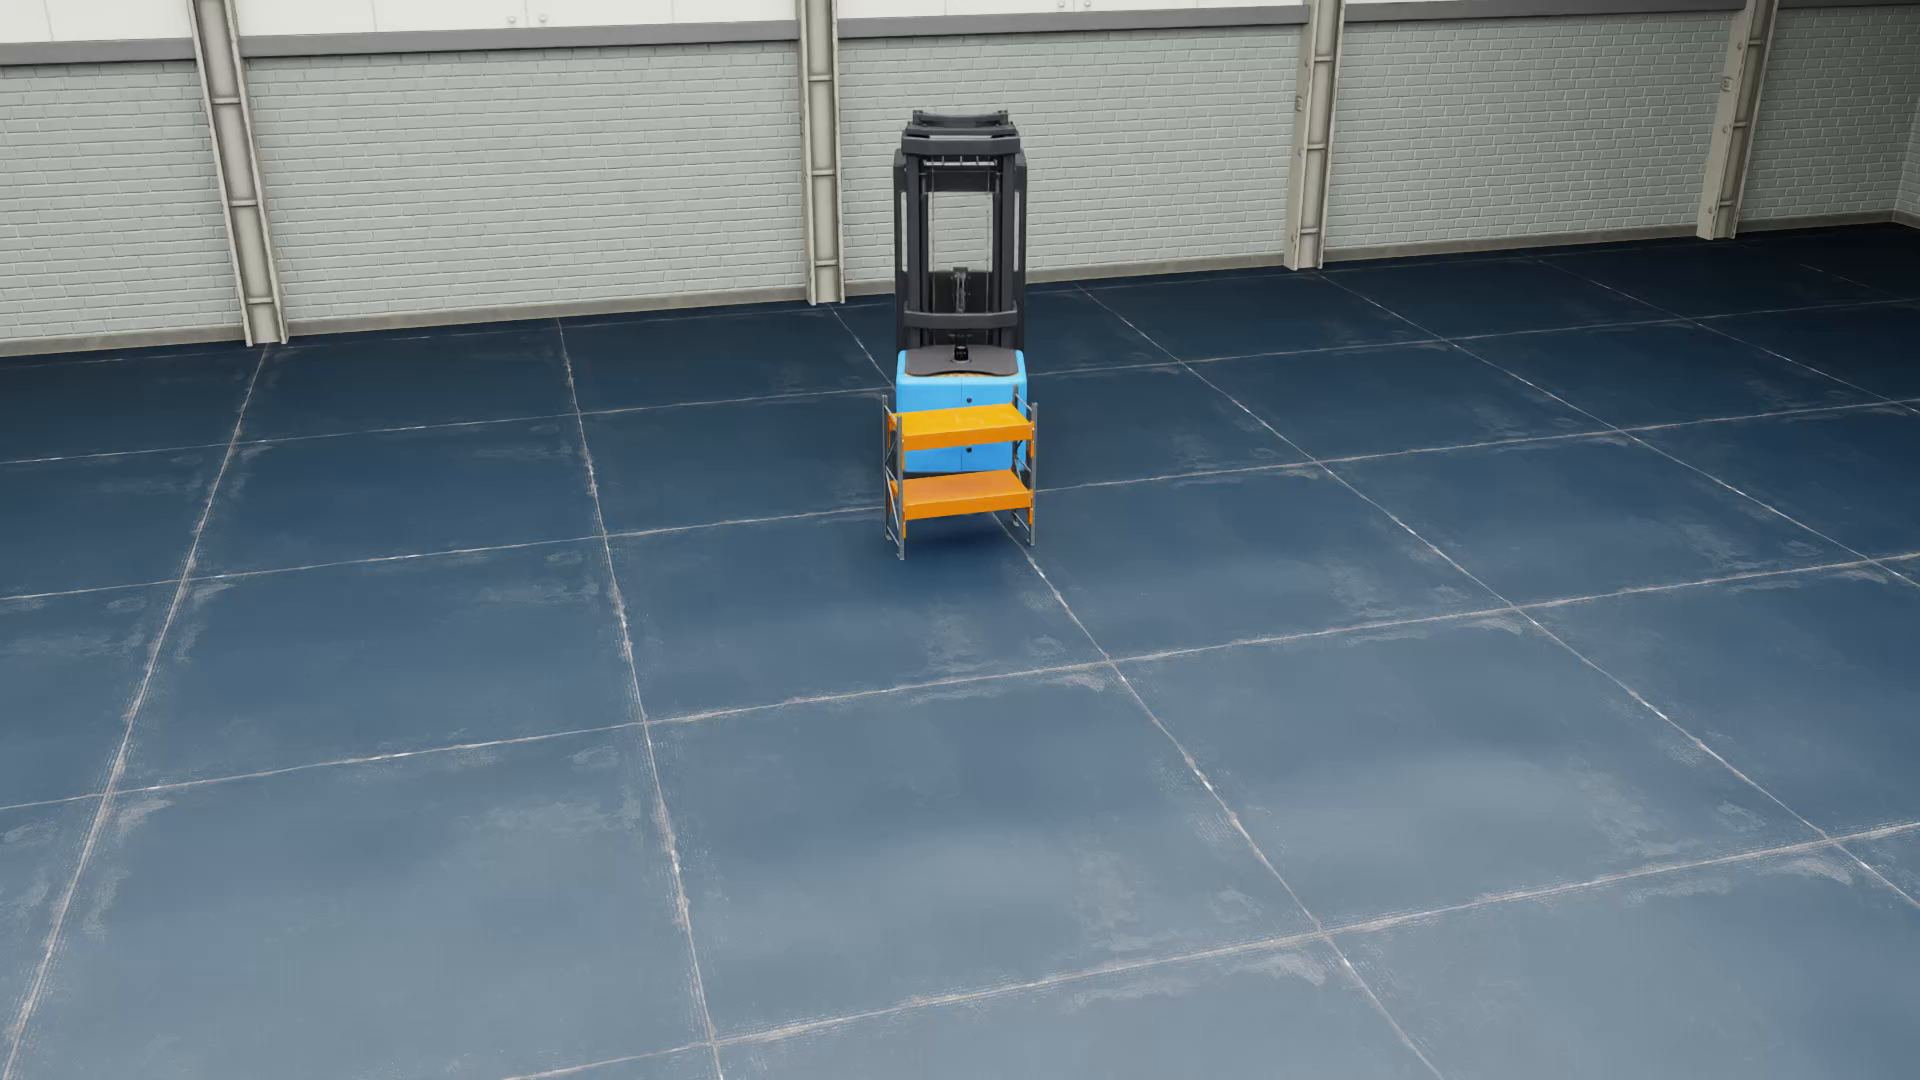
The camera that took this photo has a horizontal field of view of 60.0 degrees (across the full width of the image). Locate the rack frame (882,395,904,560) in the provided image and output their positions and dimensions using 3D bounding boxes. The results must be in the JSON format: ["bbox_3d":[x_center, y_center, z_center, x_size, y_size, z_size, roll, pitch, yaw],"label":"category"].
[{"bbox_3d":[-0.496,-0.462,12.331,0.032,1.125,0.500,-6,24,-14],"label":"rack frame"}]

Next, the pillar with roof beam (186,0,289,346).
[{"bbox_3d":[-6.156,-4.609,12.009,0.400,9.000,9.100,-6,24,-14],"label":"pillar with roof beam"}]

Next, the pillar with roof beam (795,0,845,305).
[{"bbox_3d":[-0.379,-5.248,13.498,0.400,9.000,9.100,-6,24,-14],"label":"pillar with roof beam"}]

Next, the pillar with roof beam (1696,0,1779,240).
[{"bbox_3d":[11.175,-6.526,16.477,0.400,9.000,9.100,-6,24,-14],"label":"pillar with roof beam"}]

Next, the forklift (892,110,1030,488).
[{"bbox_3d":[-0.001,-2.194,14.075,1.130,2.935,3.031,0,23,-1],"label":"forklift"}]

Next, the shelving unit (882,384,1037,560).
[{"bbox_3d":[-0.007,-0.516,12.457,1.048,1.125,0.538,-6,24,-14],"label":"shelving unit"}]

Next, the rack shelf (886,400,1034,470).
[{"bbox_3d":[-0.007,-0.785,12.341,1.000,0.278,0.538,-6,24,-14],"label":"rack shelf"}]

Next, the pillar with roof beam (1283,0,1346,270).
[{"bbox_3d":[5.398,-5.887,14.987,0.400,9.000,9.100,-6,24,-14],"label":"pillar with roof beam"}]

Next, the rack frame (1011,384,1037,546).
[{"bbox_3d":[0.483,-0.570,12.583,0.032,1.125,0.500,-6,24,-14],"label":"rack frame"}]

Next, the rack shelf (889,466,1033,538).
[{"bbox_3d":[-0.007,-0.292,12.553,1.000,0.278,0.538,-6,24,-14],"label":"rack shelf"}]
